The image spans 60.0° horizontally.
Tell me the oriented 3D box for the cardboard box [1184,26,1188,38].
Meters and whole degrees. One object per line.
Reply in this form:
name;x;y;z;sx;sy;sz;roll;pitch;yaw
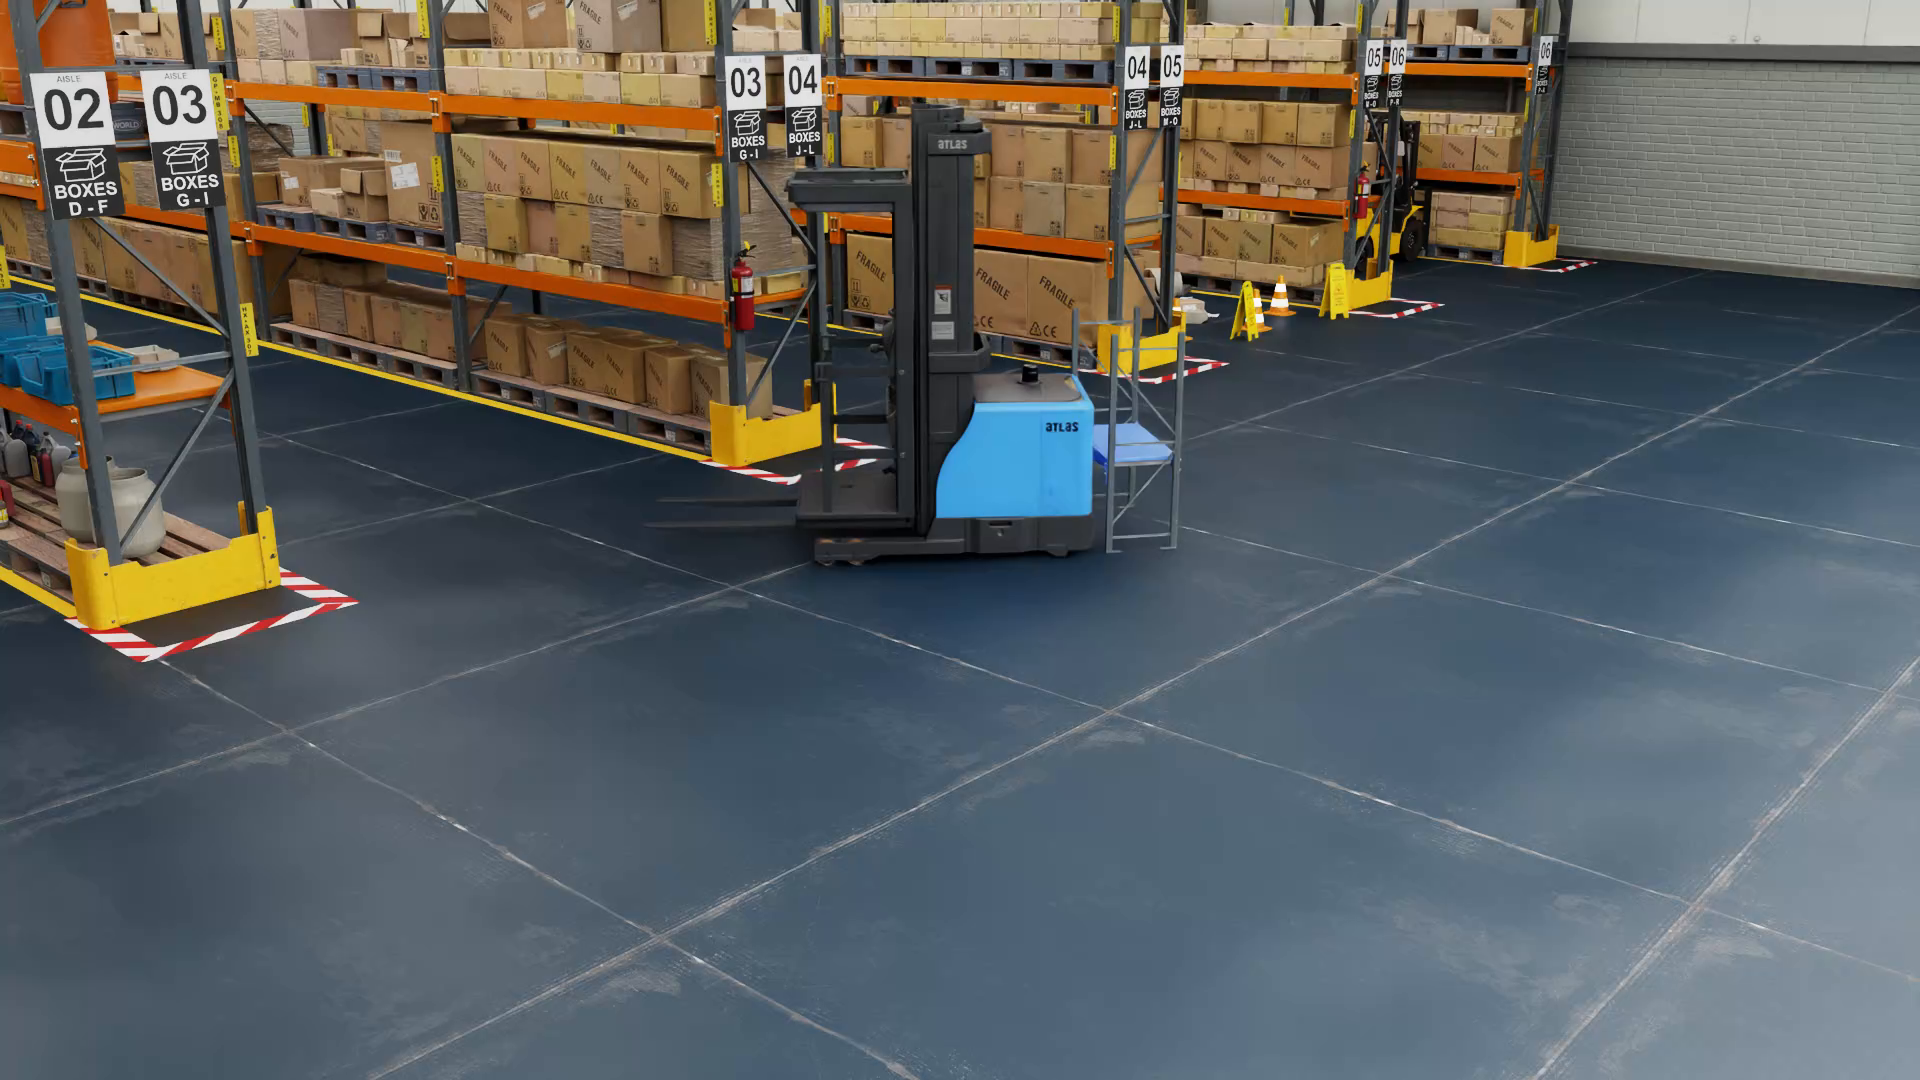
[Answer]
cardboard box;2.917;-6.565;21.477;0.250;0.149;0.380;14;22;37

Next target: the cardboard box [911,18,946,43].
cardboard box;-0.179;-5.454;17.775;0.500;0.250;0.500;15;23;39

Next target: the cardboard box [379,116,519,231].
cardboard box;-4.984;-3.645;16.452;1.000;1.000;1.000;15;23;40

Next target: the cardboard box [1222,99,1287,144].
cardboard box;3.736;-5.308;21.069;0.500;0.500;0.700;15;23;39

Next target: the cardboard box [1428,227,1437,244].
cardboard box;7.084;-4.647;25.148;0.500;0.250;0.500;15;23;40

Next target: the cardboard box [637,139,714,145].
cardboard box;-2.466;-3.205;14.441;0.500;0.500;0.500;15;23;39

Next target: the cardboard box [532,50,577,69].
cardboard box;-3.444;-4.128;14.289;0.250;0.149;0.380;14;23;38

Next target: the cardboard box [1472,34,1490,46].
cardboard box;7.557;-7.186;23.892;0.250;0.149;0.380;14;22;38

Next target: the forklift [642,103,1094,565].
forklift;-0.637;-1.396;11.165;3.031;2.935;1.130;-1;18;-3

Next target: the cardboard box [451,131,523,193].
cardboard box;-4.315;-3.486;15.327;0.500;0.500;0.500;15;23;39

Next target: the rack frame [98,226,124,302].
rack frame;-10.467;-4.574;21.065;0.127;3.000;1.000;15;23;39

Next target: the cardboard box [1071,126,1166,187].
cardboard box;1.625;-3.936;17.022;0.550;0.550;0.875;15;23;39

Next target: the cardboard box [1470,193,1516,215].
cardboard box;7.827;-4.918;24.349;0.500;0.250;0.500;16;24;41

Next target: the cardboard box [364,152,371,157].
cardboard box;-9.045;-5.975;25.896;0.250;0.149;0.380;14;23;38

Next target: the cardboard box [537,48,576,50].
cardboard box;-3.664;-4.411;15.182;0.250;0.149;0.380;14;22;37

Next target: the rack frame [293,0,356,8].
rack frame;-10.091;-9.338;26.161;0.127;3.000;1.000;15;23;39

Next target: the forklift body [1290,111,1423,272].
forklift body;5.749;-5.094;24.107;1.214;2.155;2.313;15;23;39

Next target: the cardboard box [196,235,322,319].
cardboard box;-7.977;-3.102;19.244;0.875;0.875;1.225;14;22;37

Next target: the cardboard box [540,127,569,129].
cardboard box;-5.695;-5.742;23.482;0.250;0.149;0.380;14;22;37

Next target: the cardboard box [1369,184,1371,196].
cardboard box;4.970;-4.402;20.939;0.250;0.149;0.380;15;23;39

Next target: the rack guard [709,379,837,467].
rack guard;-1.548;-0.988;13.899;0.348;0.500;1.175;15;23;39

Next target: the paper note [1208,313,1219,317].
paper note;3.058;-2.731;20.166;0.142;0.019;0.148;7;19;21

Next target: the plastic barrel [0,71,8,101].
plastic barrel;-5.716;-2.964;10.027;0.600;0.588;0.600;0;18;0

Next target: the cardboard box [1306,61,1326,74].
cardboard box;4.426;-5.768;20.283;0.250;0.149;0.380;15;23;40

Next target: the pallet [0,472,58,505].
pallet;-7.296;-0.374;12.440;1.213;0.211;1.003;15;23;39

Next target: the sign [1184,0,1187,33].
sign;2.249;-5.275;16.739;0.005;0.325;0.100;15;23;39

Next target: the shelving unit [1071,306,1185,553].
shelving unit;1.144;-0.795;11.636;0.538;1.500;1.048;-3;18;-10

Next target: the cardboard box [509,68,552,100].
cardboard box;-3.553;-3.970;14.453;0.500;0.250;0.500;14;22;37

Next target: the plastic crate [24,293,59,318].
plastic crate;-6.763;-1.615;11.989;0.616;0.251;0.499;15;23;39

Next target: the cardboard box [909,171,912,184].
cardboard box;-0.079;-3.829;18.471;0.550;0.550;0.875;15;23;39

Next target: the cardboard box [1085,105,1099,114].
cardboard box;1.978;-6.083;23.397;0.250;0.149;0.380;15;23;39

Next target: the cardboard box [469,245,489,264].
cardboard box;-4.344;-2.684;15.524;0.250;0.149;0.380;15;23;39

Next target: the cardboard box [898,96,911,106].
cardboard box;-1.104;-6.692;25.919;0.500;0.500;0.500;14;22;37

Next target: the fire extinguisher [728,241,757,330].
fire extinguisher;-1.712;-2.000;13.084;0.183;0.674;0.296;15;23;39

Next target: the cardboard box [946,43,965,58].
cardboard box;0.069;-5.172;17.547;0.250;0.149;0.380;15;23;40

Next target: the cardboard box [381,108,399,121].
cardboard box;-8.393;-6.584;25.088;0.500;0.500;0.500;16;23;41

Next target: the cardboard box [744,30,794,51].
cardboard box;-2.185;-5.874;19.591;0.500;0.250;0.500;15;23;39

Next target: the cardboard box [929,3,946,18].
cardboard box;-0.116;-5.602;17.584;0.250;0.149;0.380;15;23;39

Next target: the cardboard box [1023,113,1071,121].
cardboard box;1.225;-5.739;23.387;0.500;0.500;0.500;15;23;40

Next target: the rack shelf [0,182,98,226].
rack shelf;-11.963;-4.633;22.439;4.000;0.370;1.077;15;23;39

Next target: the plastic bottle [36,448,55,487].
plastic bottle;-6.664;-0.537;12.108;0.133;0.283;0.061;15;23;39

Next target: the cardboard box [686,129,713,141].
cardboard box;-3.014;-5.101;20.907;0.500;0.500;0.700;15;23;38

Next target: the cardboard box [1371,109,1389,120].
cardboard box;6.444;-6.460;25.280;0.250;0.149;0.380;15;23;39

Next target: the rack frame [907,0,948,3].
rack frame;-0.597;-10.799;30.764;0.127;3.000;1.000;15;23;39

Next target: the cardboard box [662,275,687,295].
cardboard box;-2.249;-2.144;13.825;0.250;0.149;0.380;15;23;39

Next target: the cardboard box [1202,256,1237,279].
cardboard box;3.526;-3.607;21.871;0.500;0.250;0.500;14;22;37

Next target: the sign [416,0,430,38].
sign;-4.849;-4.705;15.014;0.005;0.325;0.100;15;23;39

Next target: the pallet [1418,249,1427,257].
pallet;6.870;-4.590;25.727;1.213;0.211;1.003;15;23;39

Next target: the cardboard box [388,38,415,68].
cardboard box;-5.253;-4.700;16.030;0.258;0.266;0.396;16;24;41

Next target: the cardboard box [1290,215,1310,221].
cardboard box;4.255;-3.987;21.827;0.500;0.500;0.500;14;22;37

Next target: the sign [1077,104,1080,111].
sign;2.042;-7.526;28.584;0.005;0.325;0.100;15;23;39

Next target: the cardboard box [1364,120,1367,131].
cardboard box;6.189;-6.350;25.424;0.250;0.149;0.380;15;23;39

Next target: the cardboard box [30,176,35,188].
cardboard box;-12.063;-4.751;22.037;0.250;0.149;0.380;16;23;40

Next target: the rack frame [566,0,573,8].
rack frame;-6.880;-10.479;29.753;0.127;3.000;1.000;15;23;39

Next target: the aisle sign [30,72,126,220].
aisle sign;-4.922;-2.201;9.292;0.004;0.787;0.394;15;23;39

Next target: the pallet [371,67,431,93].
pallet;-4.874;-4.456;16.045;1.003;0.211;1.213;15;23;39

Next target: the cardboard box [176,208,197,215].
cardboard box;-8.768;-4.066;19.301;0.500;0.500;0.500;14;22;38
